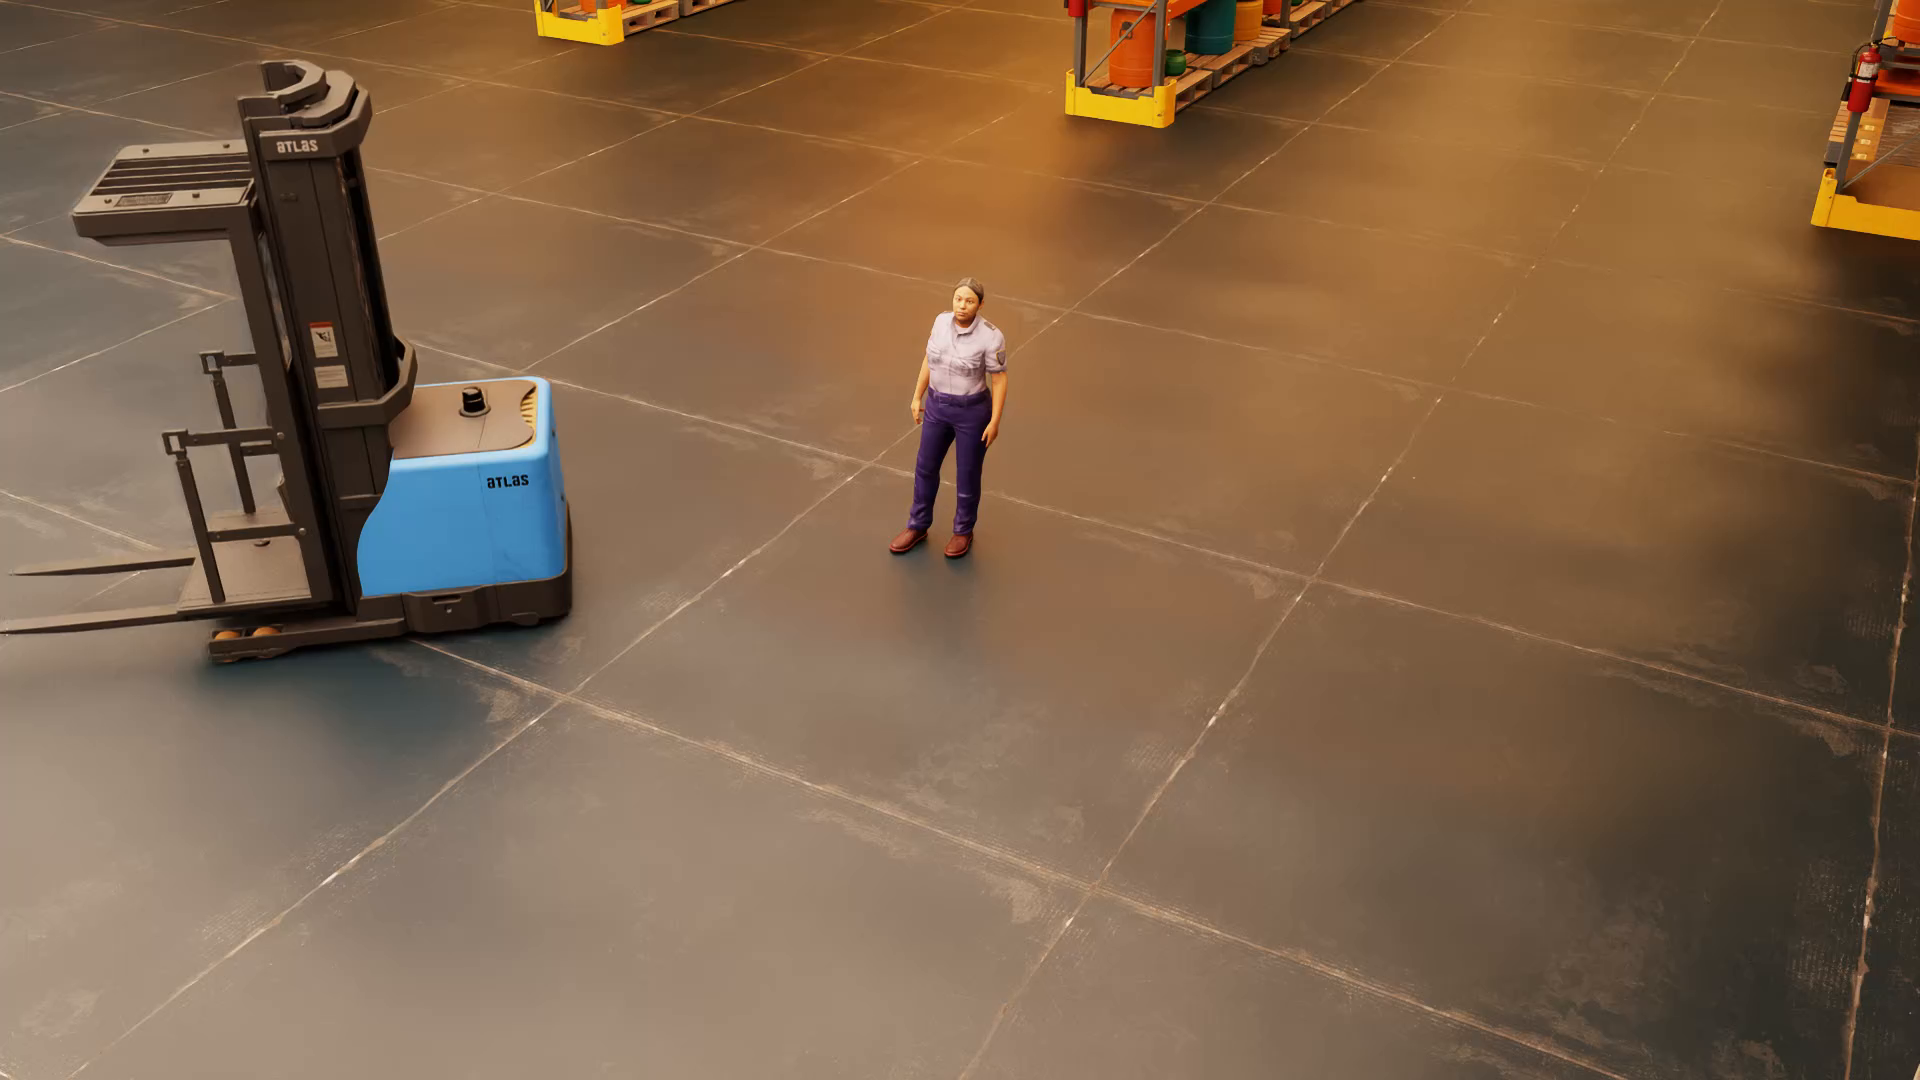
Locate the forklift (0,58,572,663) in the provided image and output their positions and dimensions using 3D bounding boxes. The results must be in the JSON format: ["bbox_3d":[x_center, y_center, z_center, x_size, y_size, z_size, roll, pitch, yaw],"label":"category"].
[{"bbox_3d":[-3.723,-0.903,8.636,3.031,2.935,1.130,-6,30,-10],"label":"forklift"}]

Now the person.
[{"bbox_3d":[-0.063,-0.686,9.529,0.599,1.650,0.503,15,33,25],"label":"person"}]
